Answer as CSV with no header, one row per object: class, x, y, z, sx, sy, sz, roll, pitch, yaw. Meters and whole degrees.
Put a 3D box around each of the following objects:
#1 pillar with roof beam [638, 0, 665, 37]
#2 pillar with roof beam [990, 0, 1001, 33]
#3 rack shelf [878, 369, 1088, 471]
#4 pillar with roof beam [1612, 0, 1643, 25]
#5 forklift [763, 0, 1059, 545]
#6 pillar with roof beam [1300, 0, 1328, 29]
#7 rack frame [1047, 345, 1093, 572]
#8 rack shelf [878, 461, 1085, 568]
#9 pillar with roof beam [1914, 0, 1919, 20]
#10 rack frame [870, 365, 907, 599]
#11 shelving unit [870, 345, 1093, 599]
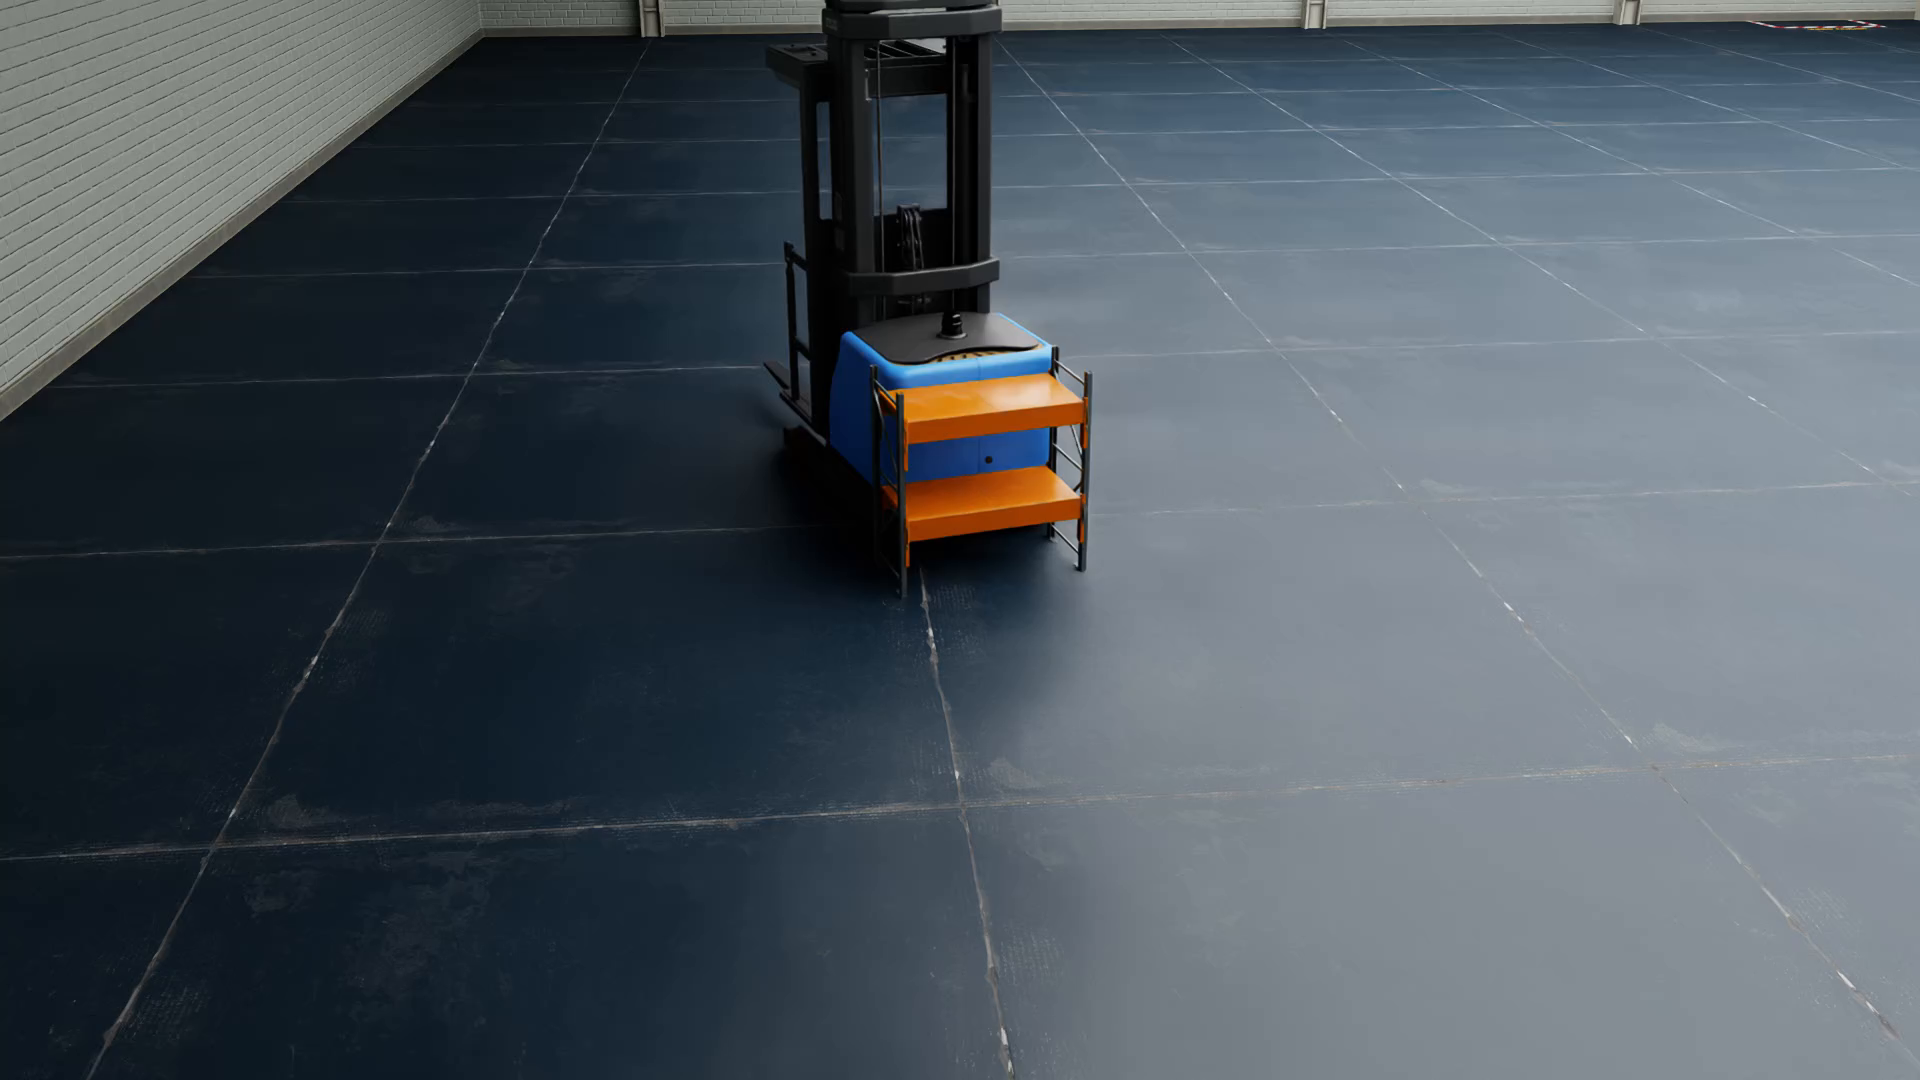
pillar with roof beam,-5.025,-11.325,23.788,0.400,9.000,9.100,-2,24,-5
pillar with roof beam,0.946,-11.565,24.326,0.400,9.000,9.100,-2,24,-5
rack shelf,0.107,-0.639,8.718,1.000,0.278,0.538,-8,25,-17
pillar with roof beam,12.888,-12.044,25.404,0.400,9.000,9.100,-2,24,-5
forklift,-0.480,-1.880,10.008,1.130,2.935,3.031,-10,26,-21
pillar with roof beam,6.917,-11.804,24.865,0.400,9.000,9.100,-2,24,-5
rack frame,0.588,-0.439,8.990,0.032,1.125,0.500,-8,25,-17
rack shelf,0.107,-0.148,8.937,1.000,0.278,0.538,-8,25,-17
pillar with roof beam,18.859,-12.284,25.943,0.400,9.000,9.100,-2,24,-5
rack frame,-0.373,-0.304,8.685,0.032,1.125,0.500,-8,25,-17
shelving unit,0.107,-0.371,8.837,1.048,1.125,0.538,-8,25,-17
